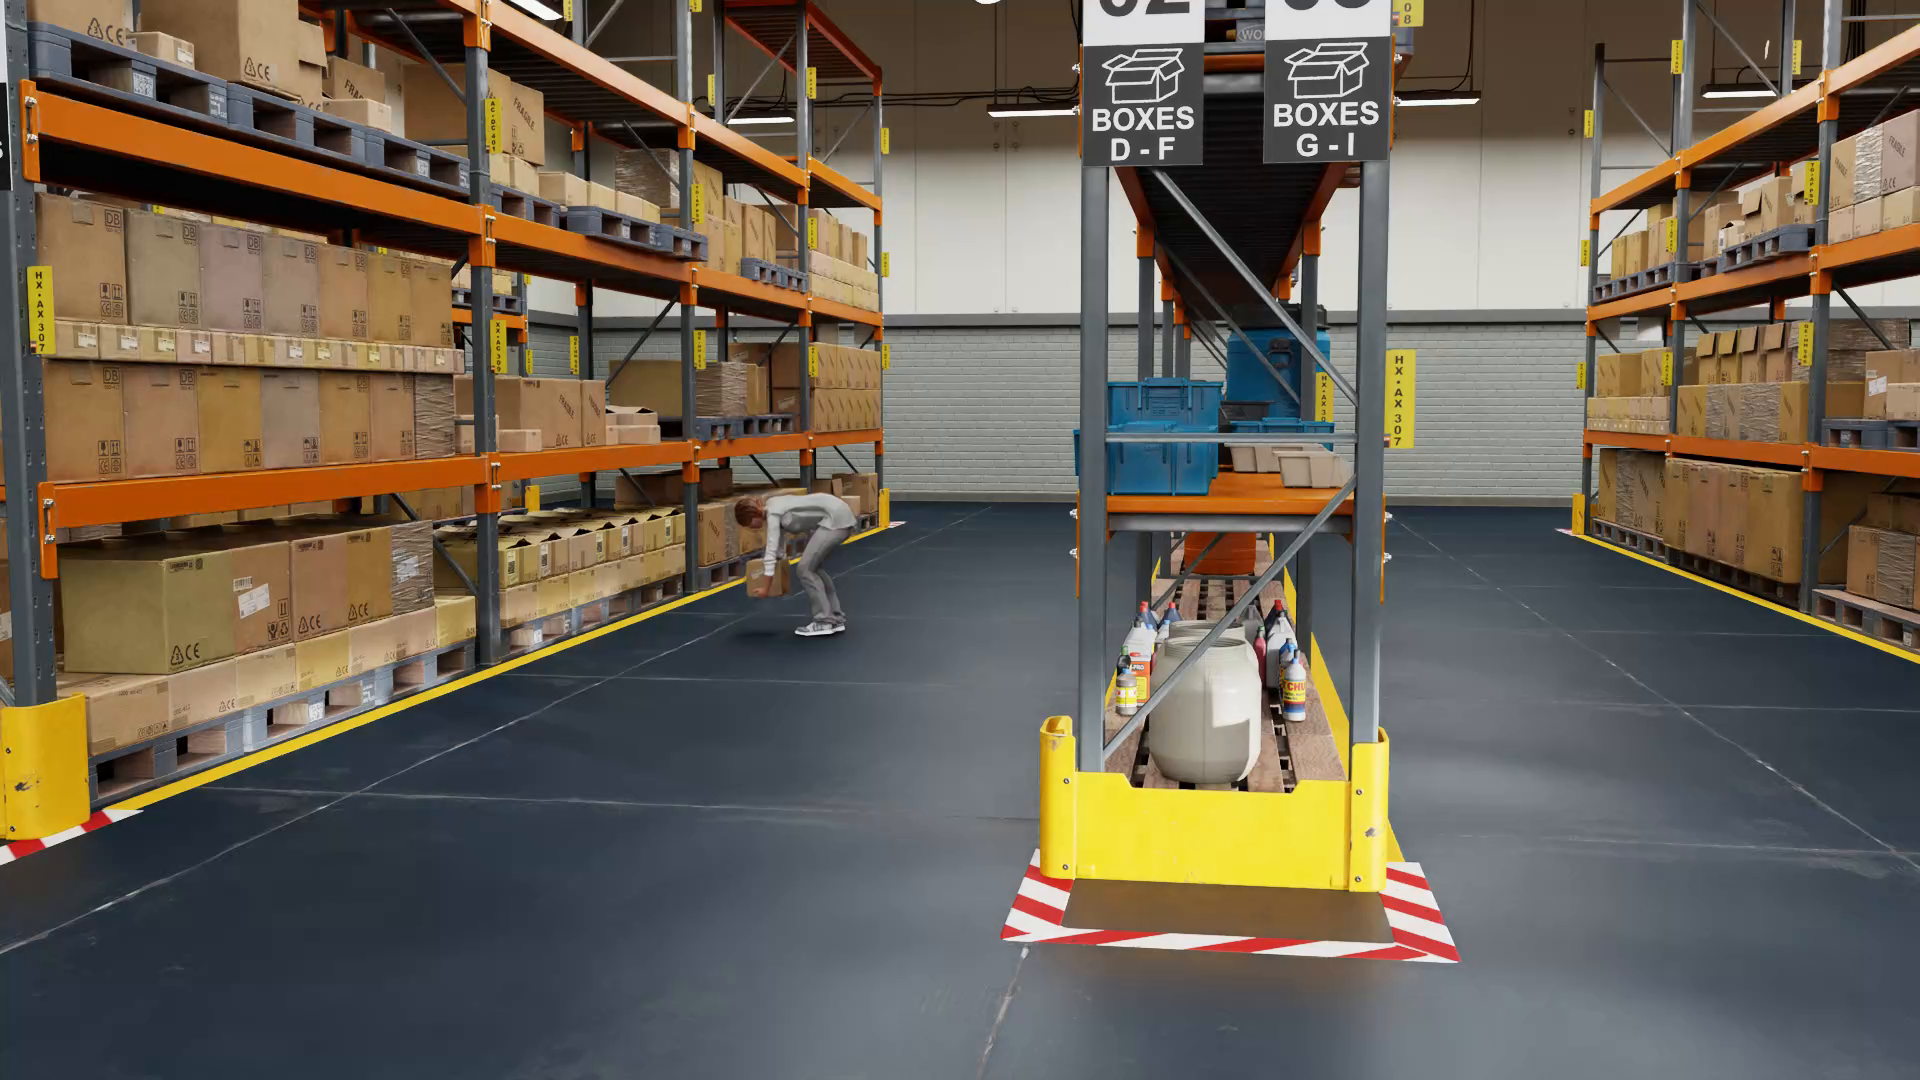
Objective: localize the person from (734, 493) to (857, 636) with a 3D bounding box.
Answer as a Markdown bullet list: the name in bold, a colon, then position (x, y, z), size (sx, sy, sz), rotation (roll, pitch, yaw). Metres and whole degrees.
- **person**: position (-1.162, 0.167, 11.747), size (0.871, 1.001, 0.392), rotation (1, 5, 7)
